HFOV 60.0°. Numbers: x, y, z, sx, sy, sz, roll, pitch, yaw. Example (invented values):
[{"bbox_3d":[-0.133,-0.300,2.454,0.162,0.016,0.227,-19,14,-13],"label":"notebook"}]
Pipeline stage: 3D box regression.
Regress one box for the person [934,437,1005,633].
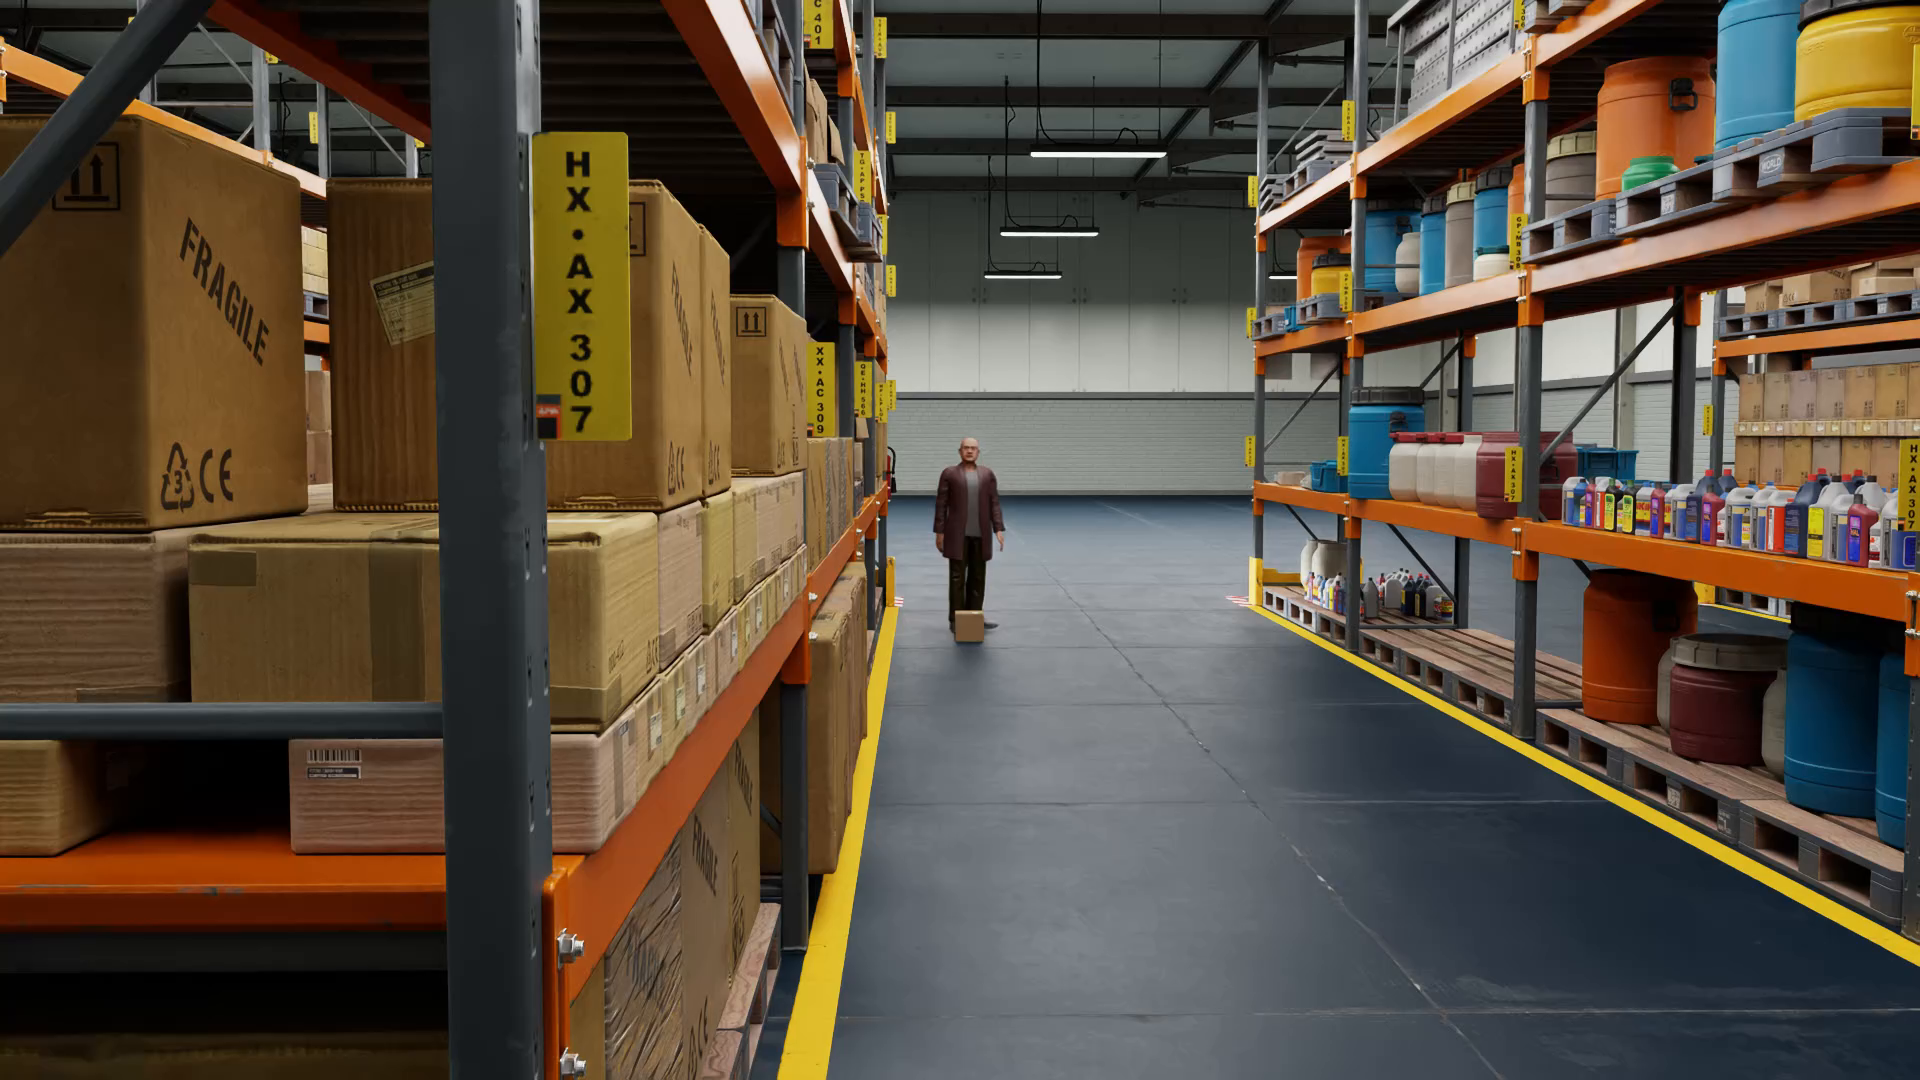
[{"bbox_3d":[0.095,-0.052,15.227,0.649,1.779,0.467,-1,4,-15],"label":"person"}]
